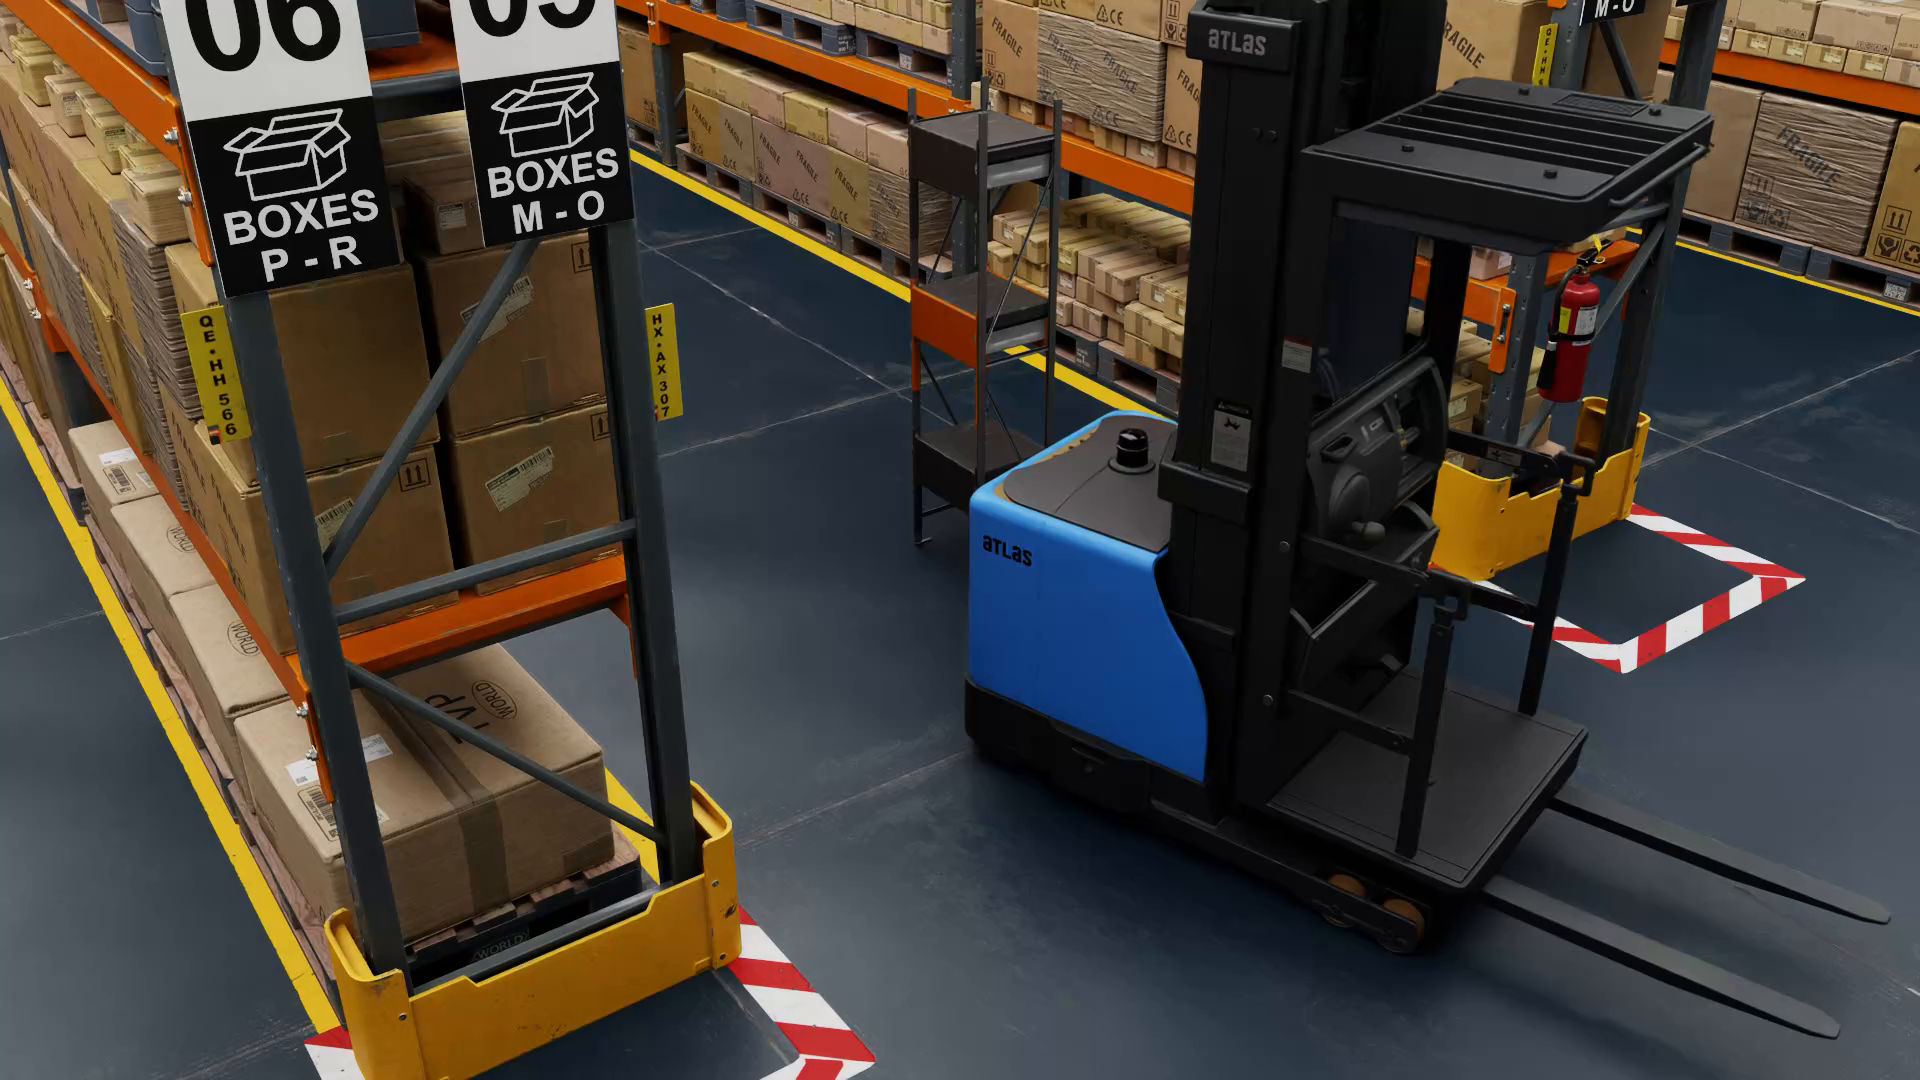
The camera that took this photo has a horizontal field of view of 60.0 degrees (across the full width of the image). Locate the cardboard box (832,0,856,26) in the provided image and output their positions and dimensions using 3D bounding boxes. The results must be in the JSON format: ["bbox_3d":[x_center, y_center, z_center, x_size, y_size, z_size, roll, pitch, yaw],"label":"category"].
[{"bbox_3d":[-0.606,-3.450,10.783,0.380,0.149,0.250,-20,35,-33],"label":"cardboard box"}]

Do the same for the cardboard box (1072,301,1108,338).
[{"bbox_3d":[0.869,-1.305,9.557,0.380,0.149,0.250,-20,34,-32],"label":"cardboard box"}]

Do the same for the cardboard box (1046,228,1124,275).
[{"bbox_3d":[0.721,-1.668,9.602,0.380,0.149,0.250,-19,34,-31],"label":"cardboard box"}]

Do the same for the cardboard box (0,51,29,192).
[{"bbox_3d":[-3.503,-1.696,6.577,0.500,0.500,0.500,-19,34,-30],"label":"cardboard box"}]

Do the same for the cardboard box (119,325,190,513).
[{"bbox_3d":[-2.343,-0.464,5.357,0.500,0.500,0.500,-18,33,-29],"label":"cardboard box"}]

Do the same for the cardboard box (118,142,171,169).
[{"bbox_3d":[-2.131,-1.041,4.691,0.380,0.149,0.250,-18,33,-30],"label":"cardboard box"}]

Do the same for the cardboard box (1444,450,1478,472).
[{"bbox_3d":[2.236,-0.398,7.887,0.380,0.149,0.250,-18,33,-30],"label":"cardboard box"}]

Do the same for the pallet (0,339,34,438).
[{"bbox_3d":[-4.803,-0.993,9.357,1.003,0.211,1.213,-19,34,-31],"label":"pallet"}]

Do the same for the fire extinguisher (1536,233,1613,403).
[{"bbox_3d":[2.482,-0.896,6.728,0.296,0.674,0.183,-19,34,-31],"label":"fire extinguisher"}]

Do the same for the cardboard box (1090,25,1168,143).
[{"bbox_3d":[1.029,-2.391,8.592,0.500,0.500,0.500,-20,34,-32],"label":"cardboard box"}]

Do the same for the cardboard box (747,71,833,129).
[{"bbox_3d":[-1.155,-3.117,11.739,0.500,0.250,0.500,-18,34,-30],"label":"cardboard box"}]

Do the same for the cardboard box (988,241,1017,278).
[{"bbox_3d":[0.341,-1.707,9.986,0.380,0.149,0.250,-17,33,-28],"label":"cardboard box"}]

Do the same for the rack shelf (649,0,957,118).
[{"bbox_3d":[-0.769,-3.336,11.503,1.077,0.370,4.000,-19,34,-31],"label":"rack shelf"}]

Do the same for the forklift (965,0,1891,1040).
[{"bbox_3d":[1.489,-0.256,5.150,3.031,2.935,1.130,21,35,33],"label":"forklift"}]

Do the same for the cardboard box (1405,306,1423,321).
[{"bbox_3d":[2.173,-1.091,8.540,0.380,0.149,0.250,-21,35,-33],"label":"cardboard box"}]

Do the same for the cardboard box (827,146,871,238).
[{"bbox_3d":[-0.541,-2.378,11.165,0.500,0.500,0.500,-20,34,-32],"label":"cardboard box"}]

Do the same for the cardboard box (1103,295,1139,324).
[{"bbox_3d":[1.026,-1.330,9.291,0.380,0.149,0.250,-17,33,-28],"label":"cardboard box"}]

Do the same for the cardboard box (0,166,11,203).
[{"bbox_3d":[-4.036,-1.723,7.412,0.500,0.250,0.500,-19,34,-31],"label":"cardboard box"}]

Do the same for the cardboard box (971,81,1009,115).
[{"bbox_3d":[0.289,-2.563,9.590,0.380,0.149,0.250,-17,33,-29],"label":"cardboard box"}]

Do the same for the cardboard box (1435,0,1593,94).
[{"bbox_3d":[2.243,-2.042,6.904,0.500,0.500,0.500,-20,34,-32],"label":"cardboard box"}]

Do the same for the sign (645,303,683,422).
[{"bbox_3d":[-0.807,-0.476,4.494,0.100,0.325,0.005,-19,34,-31],"label":"sign"}]

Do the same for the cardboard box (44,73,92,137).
[{"bbox_3d":[-2.743,-1.441,5.429,0.380,0.149,0.250,-19,34,-30],"label":"cardboard box"}]

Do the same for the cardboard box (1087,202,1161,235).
[{"bbox_3d":[0.990,-1.913,10.053,0.380,0.149,0.250,-18,33,-30],"label":"cardboard box"}]

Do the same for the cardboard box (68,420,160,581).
[{"bbox_3d":[-3.306,-0.250,7.311,0.875,0.438,0.875,-19,34,-31],"label":"cardboard box"}]

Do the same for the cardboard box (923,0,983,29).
[{"bbox_3d":[0.000,-3.179,9.972,0.380,0.149,0.250,-18,33,-29],"label":"cardboard box"}]

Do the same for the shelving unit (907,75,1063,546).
[{"bbox_3d":[0.096,-0.858,7.130,0.431,2.100,0.503,-19,34,-31],"label":"shelving unit"}]

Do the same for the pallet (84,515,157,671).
[{"bbox_3d":[-3.205,0.078,7.385,1.003,0.211,1.213,-19,34,-31],"label":"pallet"}]

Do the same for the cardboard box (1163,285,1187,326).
[{"bbox_3d":[1.308,-1.262,8.854,0.380,0.149,0.250,-19,34,-30],"label":"cardboard box"}]

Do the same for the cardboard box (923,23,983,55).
[{"bbox_3d":[0.000,-3.048,10.043,0.380,0.149,0.250,-20,34,-32],"label":"cardboard box"}]

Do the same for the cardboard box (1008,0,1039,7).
[{"bbox_3d":[0.454,-3.245,9.119,0.500,0.500,0.500,-18,33,-29],"label":"cardboard box"}]

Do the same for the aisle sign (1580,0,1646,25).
[{"bbox_3d":[2.509,-2.350,6.211,0.394,0.787,0.004,-19,34,-31],"label":"aisle sign"}]

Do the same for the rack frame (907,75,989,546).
[{"bbox_3d":[-0.046,-0.953,7.305,0.400,2.100,0.015,-19,34,-31],"label":"rack frame"}]

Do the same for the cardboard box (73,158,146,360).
[{"bbox_3d":[-2.347,-0.903,5.117,0.500,0.500,0.500,-19,34,-31],"label":"cardboard box"}]

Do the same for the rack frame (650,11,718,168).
[{"bbox_3d":[-1.929,-4.429,12.763,1.000,3.000,0.127,-19,34,-31],"label":"rack frame"}]

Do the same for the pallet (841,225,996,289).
[{"bbox_3d":[-0.062,-1.951,11.122,1.003,0.211,1.213,-19,34,-31],"label":"pallet"}]

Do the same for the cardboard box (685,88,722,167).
[{"bbox_3d":[-1.726,-3.170,12.623,0.500,0.500,0.500,-20,35,-33],"label":"cardboard box"}]

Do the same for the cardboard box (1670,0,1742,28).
[{"bbox_3d":[5.139,-3.623,11.124,0.500,0.250,0.500,-18,33,-29],"label":"cardboard box"}]

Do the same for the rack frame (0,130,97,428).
[{"bbox_3d":[-3.582,-1.465,7.304,1.000,3.000,0.127,-19,34,-31],"label":"rack frame"}]

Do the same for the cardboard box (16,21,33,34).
[{"bbox_3d":[-3.266,-1.856,6.192,0.380,0.149,0.250,-19,34,-31],"label":"cardboard box"}]

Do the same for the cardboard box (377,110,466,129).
[{"bbox_3d":[-1.677,-1.205,4.994,0.380,0.149,0.250,-20,34,-32],"label":"cardboard box"}]

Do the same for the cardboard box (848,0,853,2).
[{"bbox_3d":[-0.608,-3.585,10.720,0.380,0.149,0.250,-21,35,-33],"label":"cardboard box"}]

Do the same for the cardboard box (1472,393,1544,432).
[{"bbox_3d":[2.617,-0.657,8.051,0.380,0.149,0.250,-17,33,-29],"label":"cardboard box"}]

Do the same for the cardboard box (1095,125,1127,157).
[{"bbox_3d":[0.943,-2.171,8.867,0.380,0.149,0.250,-18,33,-30],"label":"cardboard box"}]

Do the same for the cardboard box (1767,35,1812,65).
[{"bbox_3d":[5.449,-3.184,10.733,0.380,0.149,0.250,-18,33,-30],"label":"cardboard box"}]

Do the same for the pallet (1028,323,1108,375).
[{"bbox_3d":[0.810,-1.398,10.102,1.003,0.211,1.213,-19,34,-31],"label":"pallet"}]

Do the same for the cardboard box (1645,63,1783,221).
[{"bbox_3d":[5.330,-2.830,11.605,0.875,0.875,0.875,-19,34,-31],"label":"cardboard box"}]

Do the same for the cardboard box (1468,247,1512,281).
[{"bbox_3d":[2.292,-1.257,7.185,0.380,0.149,0.250,-19,34,-31],"label":"cardboard box"}]

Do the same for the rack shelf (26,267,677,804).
[{"bbox_3d":[-2.422,-0.371,6.044,1.077,0.370,4.000,-19,34,-31],"label":"rack shelf"}]

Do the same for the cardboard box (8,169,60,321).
[{"bbox_3d":[-3.524,-1.254,6.811,0.500,0.500,0.500,-18,33,-29],"label":"cardboard box"}]
